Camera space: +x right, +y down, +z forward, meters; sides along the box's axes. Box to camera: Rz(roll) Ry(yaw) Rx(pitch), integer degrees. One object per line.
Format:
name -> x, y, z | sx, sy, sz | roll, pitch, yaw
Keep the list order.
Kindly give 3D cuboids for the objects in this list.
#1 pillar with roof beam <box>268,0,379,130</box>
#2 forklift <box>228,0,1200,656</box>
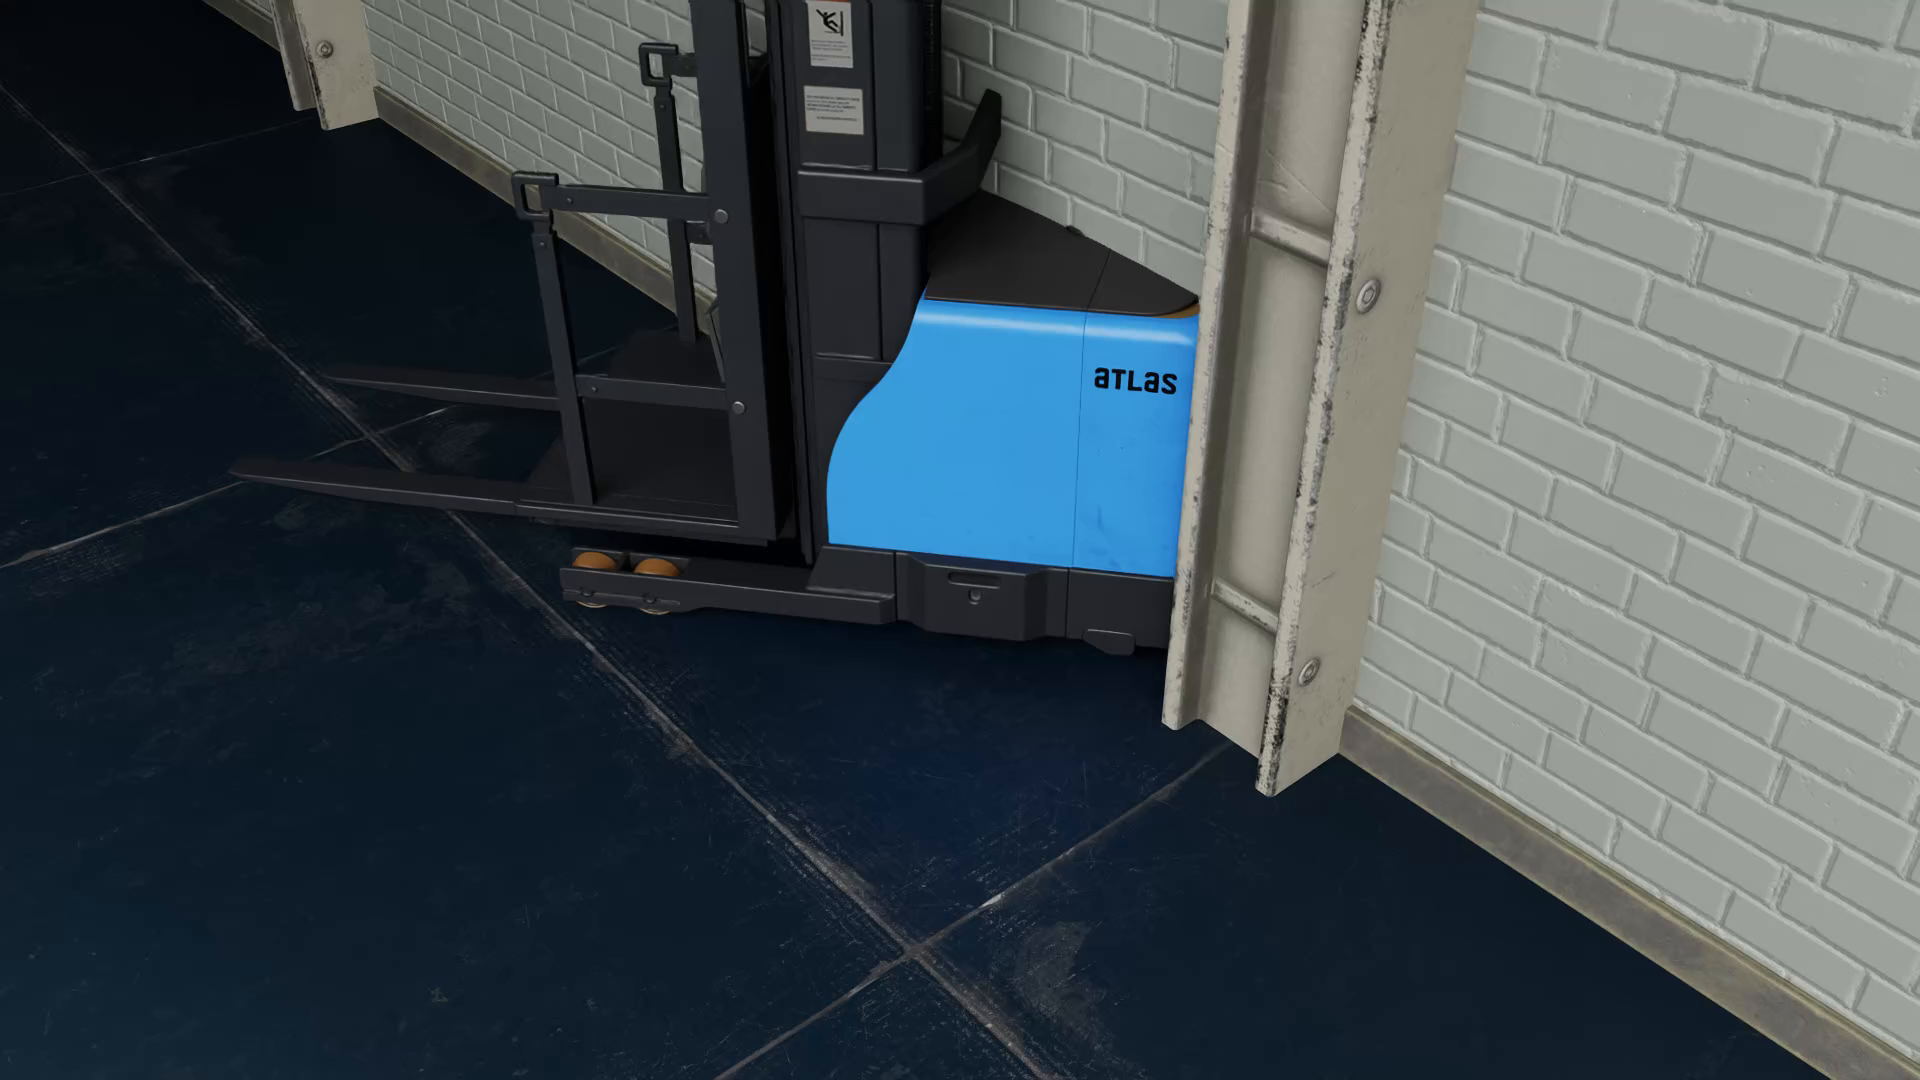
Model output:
pillar with roof beam -> -6.368, -4.192, 3.383 | 9.100, 9.000, 0.400 | -26, 43, -32
forklift -> -0.730, -1.268, 4.505 | 3.031, 2.935, 1.130 | 6, 36, 8
